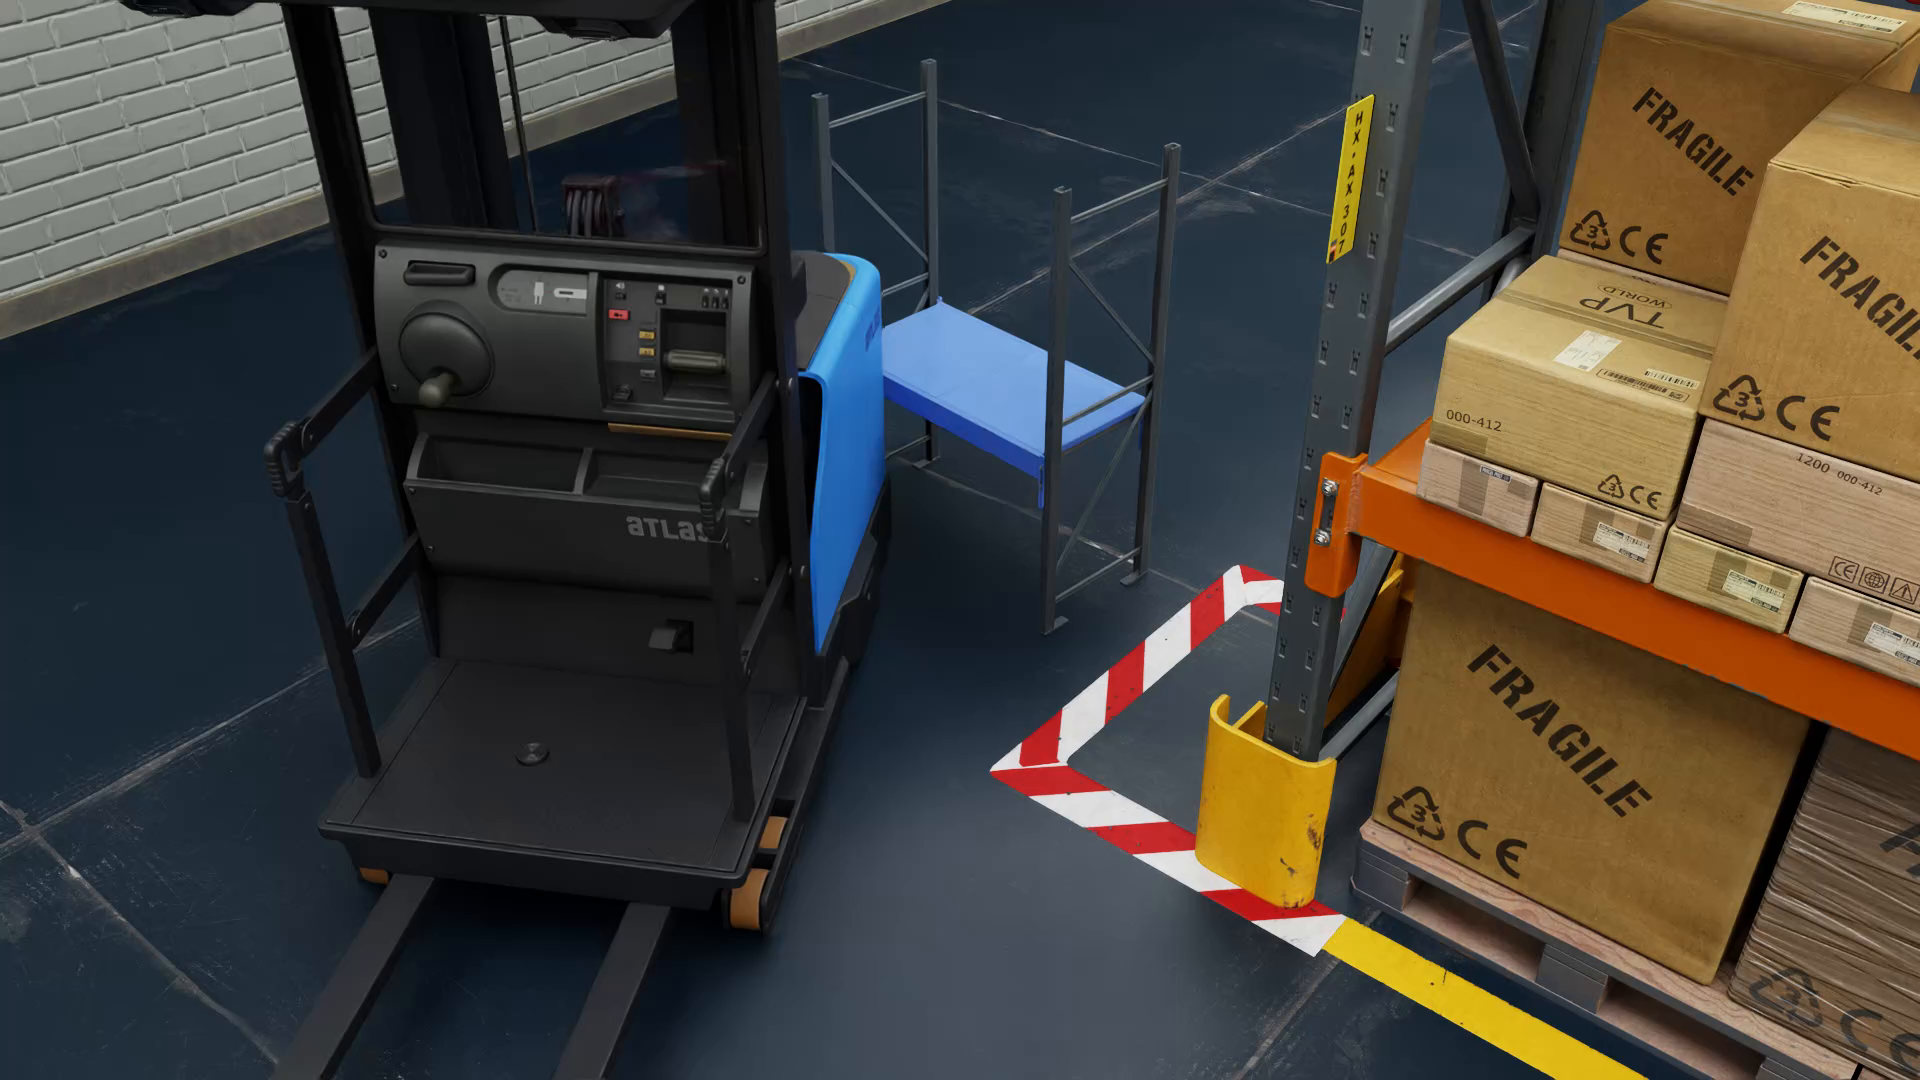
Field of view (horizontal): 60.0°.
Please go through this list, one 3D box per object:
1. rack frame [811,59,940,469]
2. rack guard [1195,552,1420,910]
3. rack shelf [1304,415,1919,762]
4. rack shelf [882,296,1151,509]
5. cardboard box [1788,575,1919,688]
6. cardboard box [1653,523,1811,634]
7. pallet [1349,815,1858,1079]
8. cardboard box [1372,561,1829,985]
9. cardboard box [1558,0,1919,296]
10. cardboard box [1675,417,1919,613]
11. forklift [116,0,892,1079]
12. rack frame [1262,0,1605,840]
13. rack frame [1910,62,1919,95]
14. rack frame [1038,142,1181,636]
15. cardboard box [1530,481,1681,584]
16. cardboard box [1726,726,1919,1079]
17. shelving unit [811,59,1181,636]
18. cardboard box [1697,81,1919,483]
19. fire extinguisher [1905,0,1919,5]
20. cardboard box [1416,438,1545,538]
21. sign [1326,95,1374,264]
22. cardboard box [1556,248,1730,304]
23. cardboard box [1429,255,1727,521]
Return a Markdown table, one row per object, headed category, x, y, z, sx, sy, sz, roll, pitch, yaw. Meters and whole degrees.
| category | x | y | z | sx | sy | sz | roll | pitch | yaw |
| --- | --- | --- | --- | --- | --- | --- | --- | --- | --- |
| rack frame | -0.265 | -0.830 | 5.633 | 0.500 | 1.500 | 0.032 | -29 | 44 | -35 |
| rack guard | 1.116 | 0.458 | 4.641 | 0.348 | 0.500 | 1.175 | 25 | 42 | 32 |
| rack shelf | 2.672 | 0.458 | 3.070 | 4.000 | 0.370 | 1.077 | 25 | 42 | 32 |
| rack shelf | 0.088 | -0.474 | 5.433 | 0.538 | 0.185 | 1.000 | -29 | 44 | -35 |
| cardboard box | 1.793 | 0.091 | 3.190 | 0.250 | 0.149 | 0.380 | 25 | 41 | 31 |
| cardboard box | 1.591 | -0.003 | 3.326 | 0.250 | 0.149 | 0.380 | 24 | 41 | 31 |
| pallet | 1.799 | 0.842 | 4.338 | 1.213 | 0.211 | 1.003 | 25 | 42 | 32 |
| cardboard box | 1.678 | 0.336 | 4.116 | 0.875 | 0.875 | 0.875 | 25 | 42 | 32 |
| cardboard box | 1.677 | -0.871 | 3.576 | 0.500 | 0.500 | 0.500 | 26 | 42 | 32 |
| cardboard box | 1.734 | -0.147 | 3.185 | 0.500 | 0.250 | 0.500 | 25 | 41 | 31 |
| forklift | -0.977 | -0.424 | 3.778 | 1.130 | 2.935 | 3.031 | 5 | 35 | 8 |
| rack frame | 1.135 | -0.563 | 3.921 | 0.127 | 3.000 | 1.000 | 25 | 42 | 32 |
| rack frame | 4.386 | -2.685 | 7.010 | 0.127 | 3.000 | 1.000 | 25 | 42 | 32 |
| rack frame | 0.440 | -0.415 | 5.030 | 0.500 | 1.500 | 0.032 | -29 | 44 | -35 |
| cardboard box | 1.394 | -0.095 | 3.461 | 0.250 | 0.149 | 0.380 | 25 | 41 | 31 |
| cardboard box | 2.377 | 0.666 | 3.637 | 0.875 | 0.875 | 0.875 | 25 | 42 | 32 |
| shelving unit | 0.088 | -0.622 | 5.332 | 0.538 | 1.500 | 1.048 | -29 | 44 | -35 |
| cardboard box | 1.715 | -0.461 | 2.979 | 0.500 | 0.500 | 0.500 | 24 | 41 | 31 |
| fire extinguisher | 4.487 | -2.791 | 7.562 | 0.183 | 0.674 | 0.296 | 25 | 42 | 32 |
| cardboard box | 1.196 | -0.188 | 3.596 | 0.250 | 0.149 | 0.380 | 26 | 42 | 32 |
| sign | 0.775 | -0.714 | 3.305 | 0.005 | 0.325 | 0.100 | 25 | 42 | 32 |
| cardboard box | 1.677 | -0.564 | 3.792 | 0.500 | 0.250 | 0.500 | 25 | 41 | 31 |
| cardboard box | 1.331 | -0.333 | 3.455 | 0.500 | 0.250 | 0.500 | 24 | 41 | 31 |
